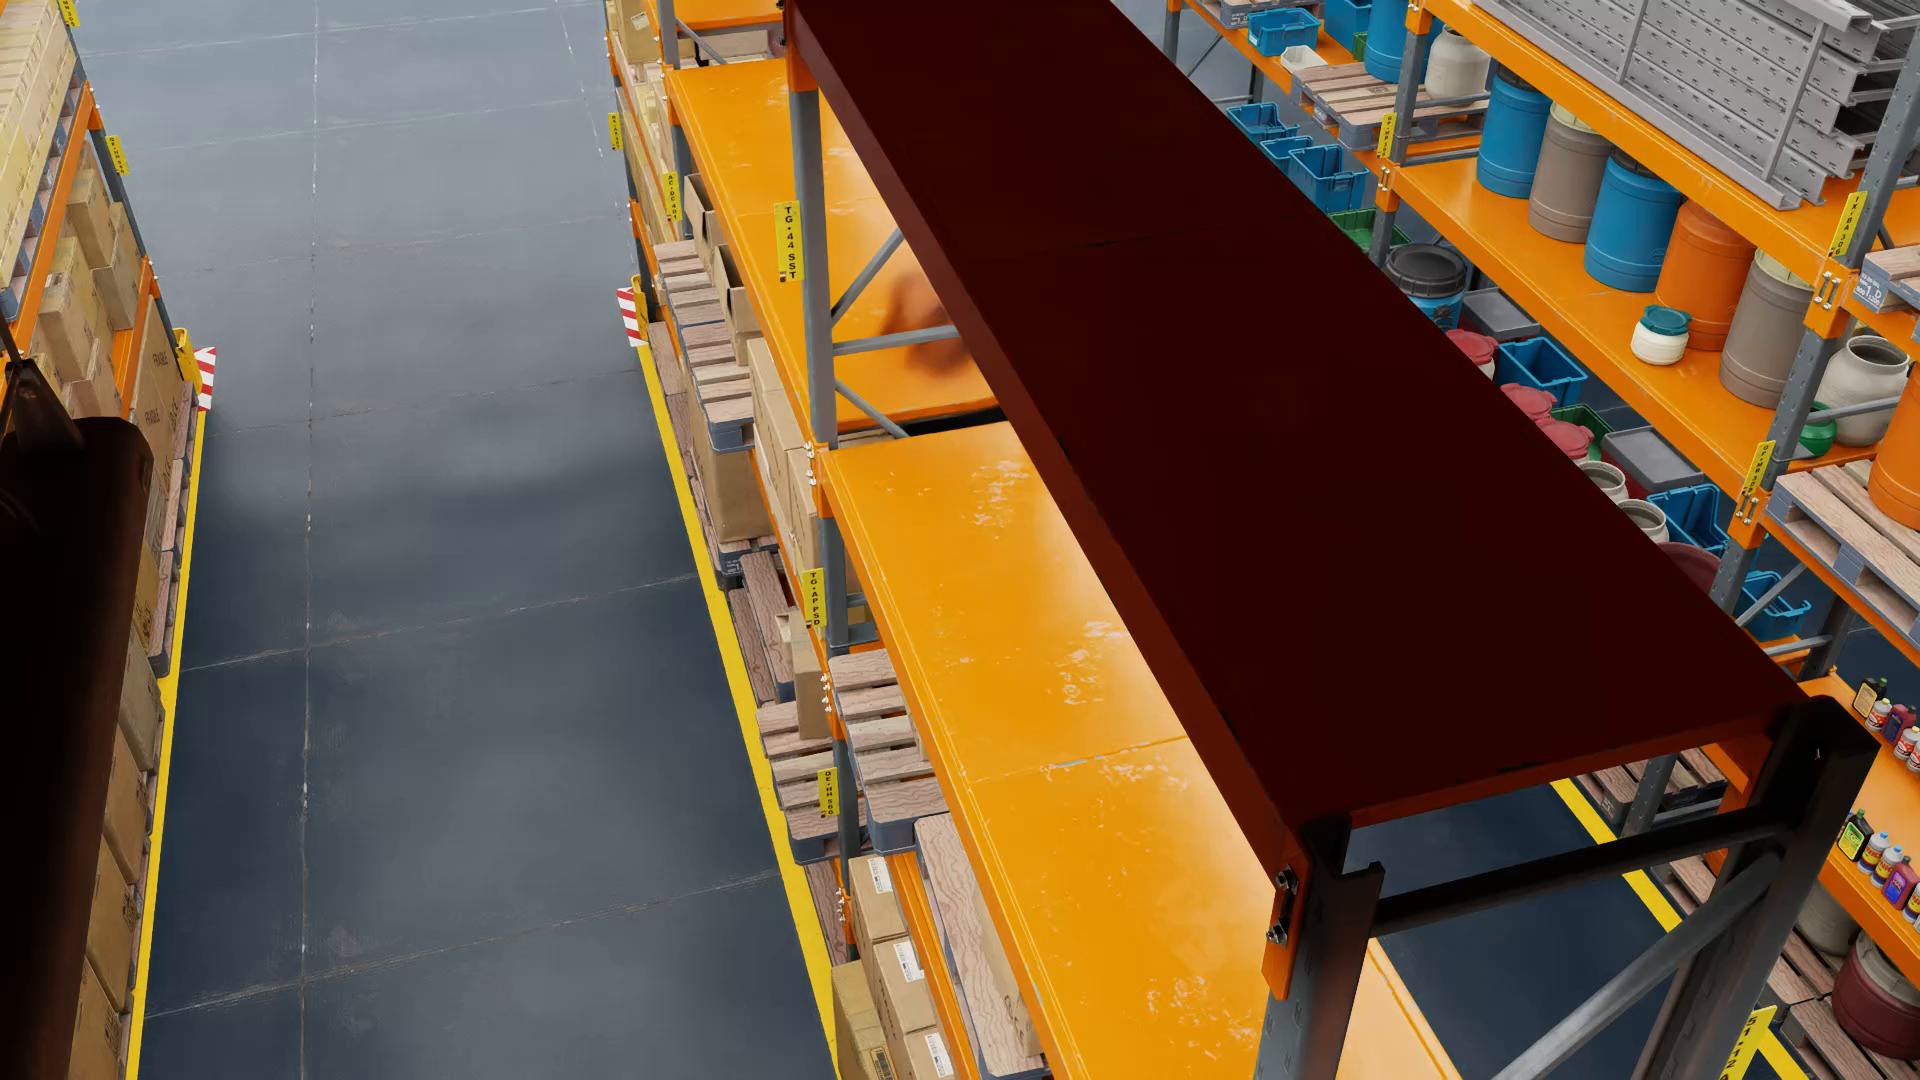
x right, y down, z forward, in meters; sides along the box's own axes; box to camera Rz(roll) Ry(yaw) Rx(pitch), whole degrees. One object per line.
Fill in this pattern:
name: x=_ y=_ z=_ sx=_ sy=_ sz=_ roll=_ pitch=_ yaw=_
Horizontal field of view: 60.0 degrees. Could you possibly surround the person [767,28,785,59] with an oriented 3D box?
person: x=-2.243 y=-6.009 z=19.080 sx=0.711 sy=1.710 sz=0.556 roll=6 pitch=39 yaw=7
